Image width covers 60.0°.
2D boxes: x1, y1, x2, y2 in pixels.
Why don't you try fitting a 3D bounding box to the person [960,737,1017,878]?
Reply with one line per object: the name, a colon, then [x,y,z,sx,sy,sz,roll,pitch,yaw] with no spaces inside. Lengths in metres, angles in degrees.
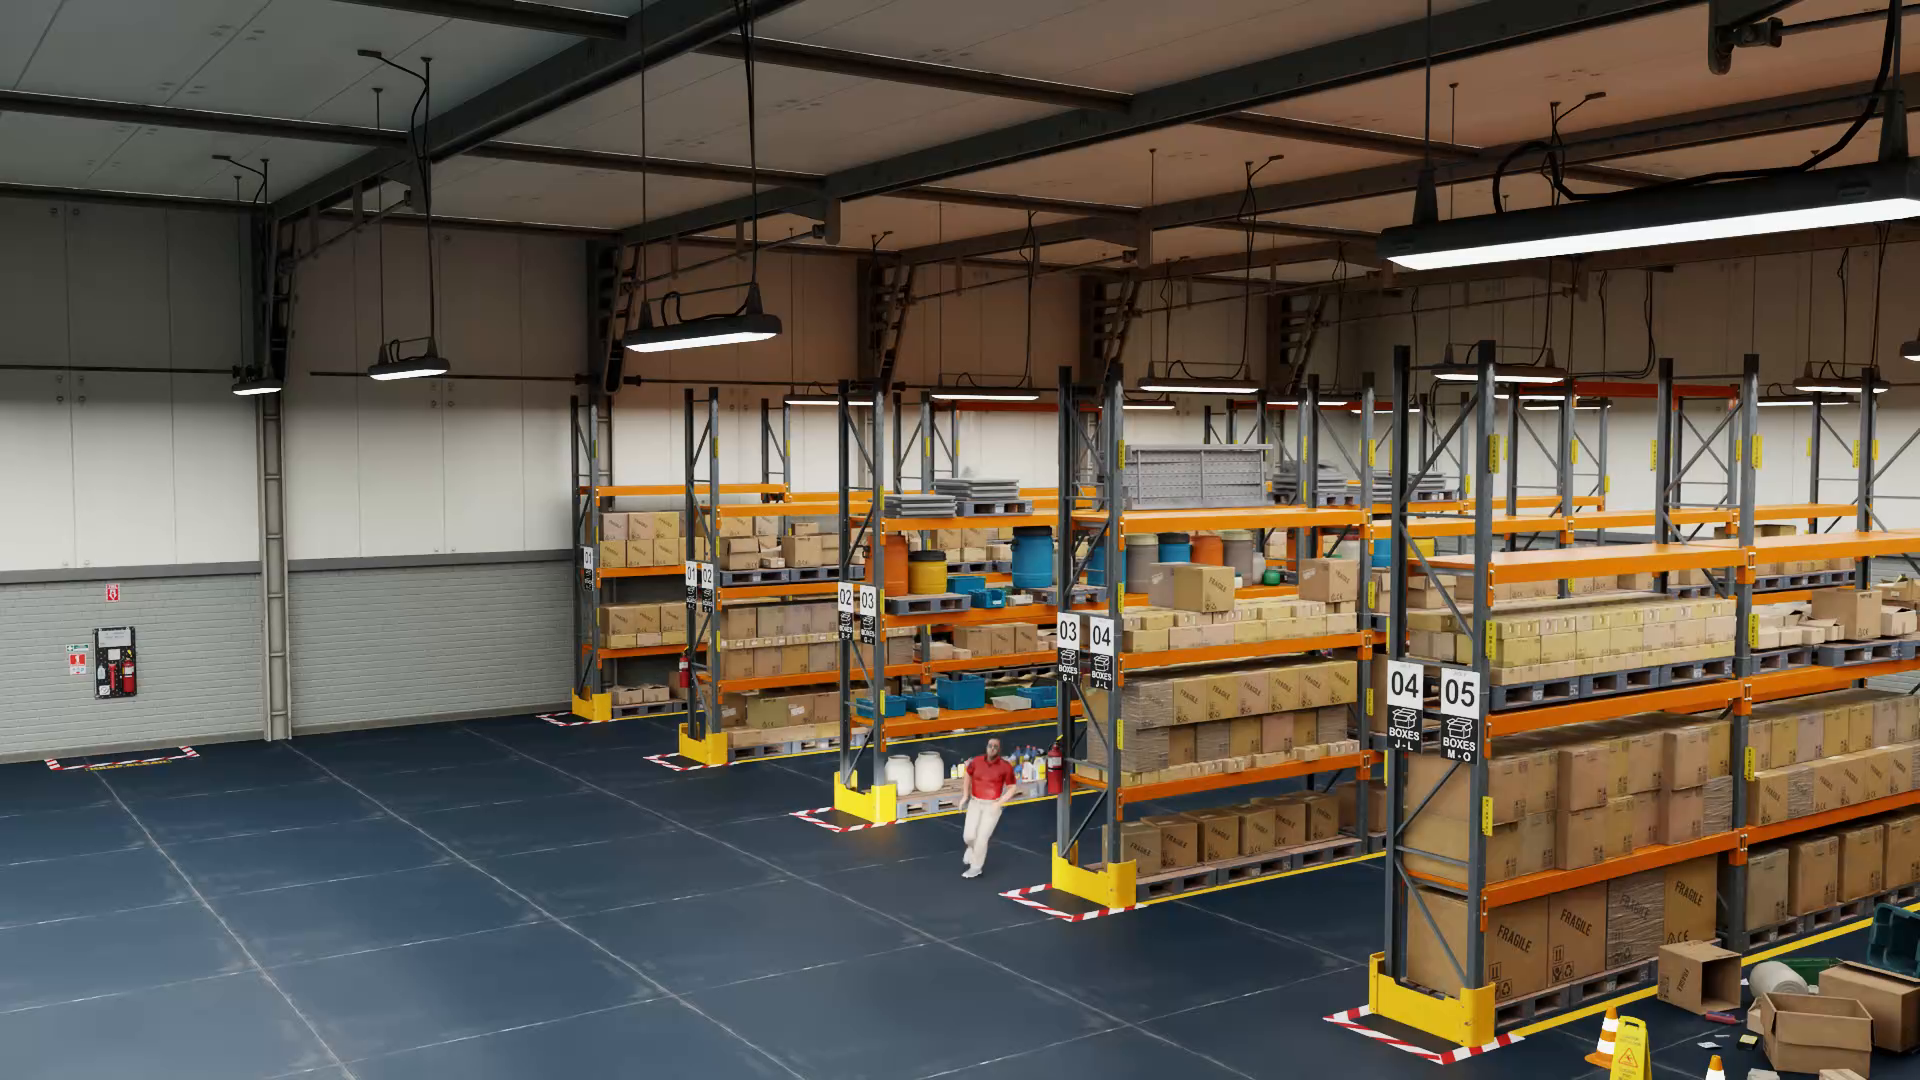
person: [0.314,3.158,19.628,0.695,1.653,0.541,1,4,18]
